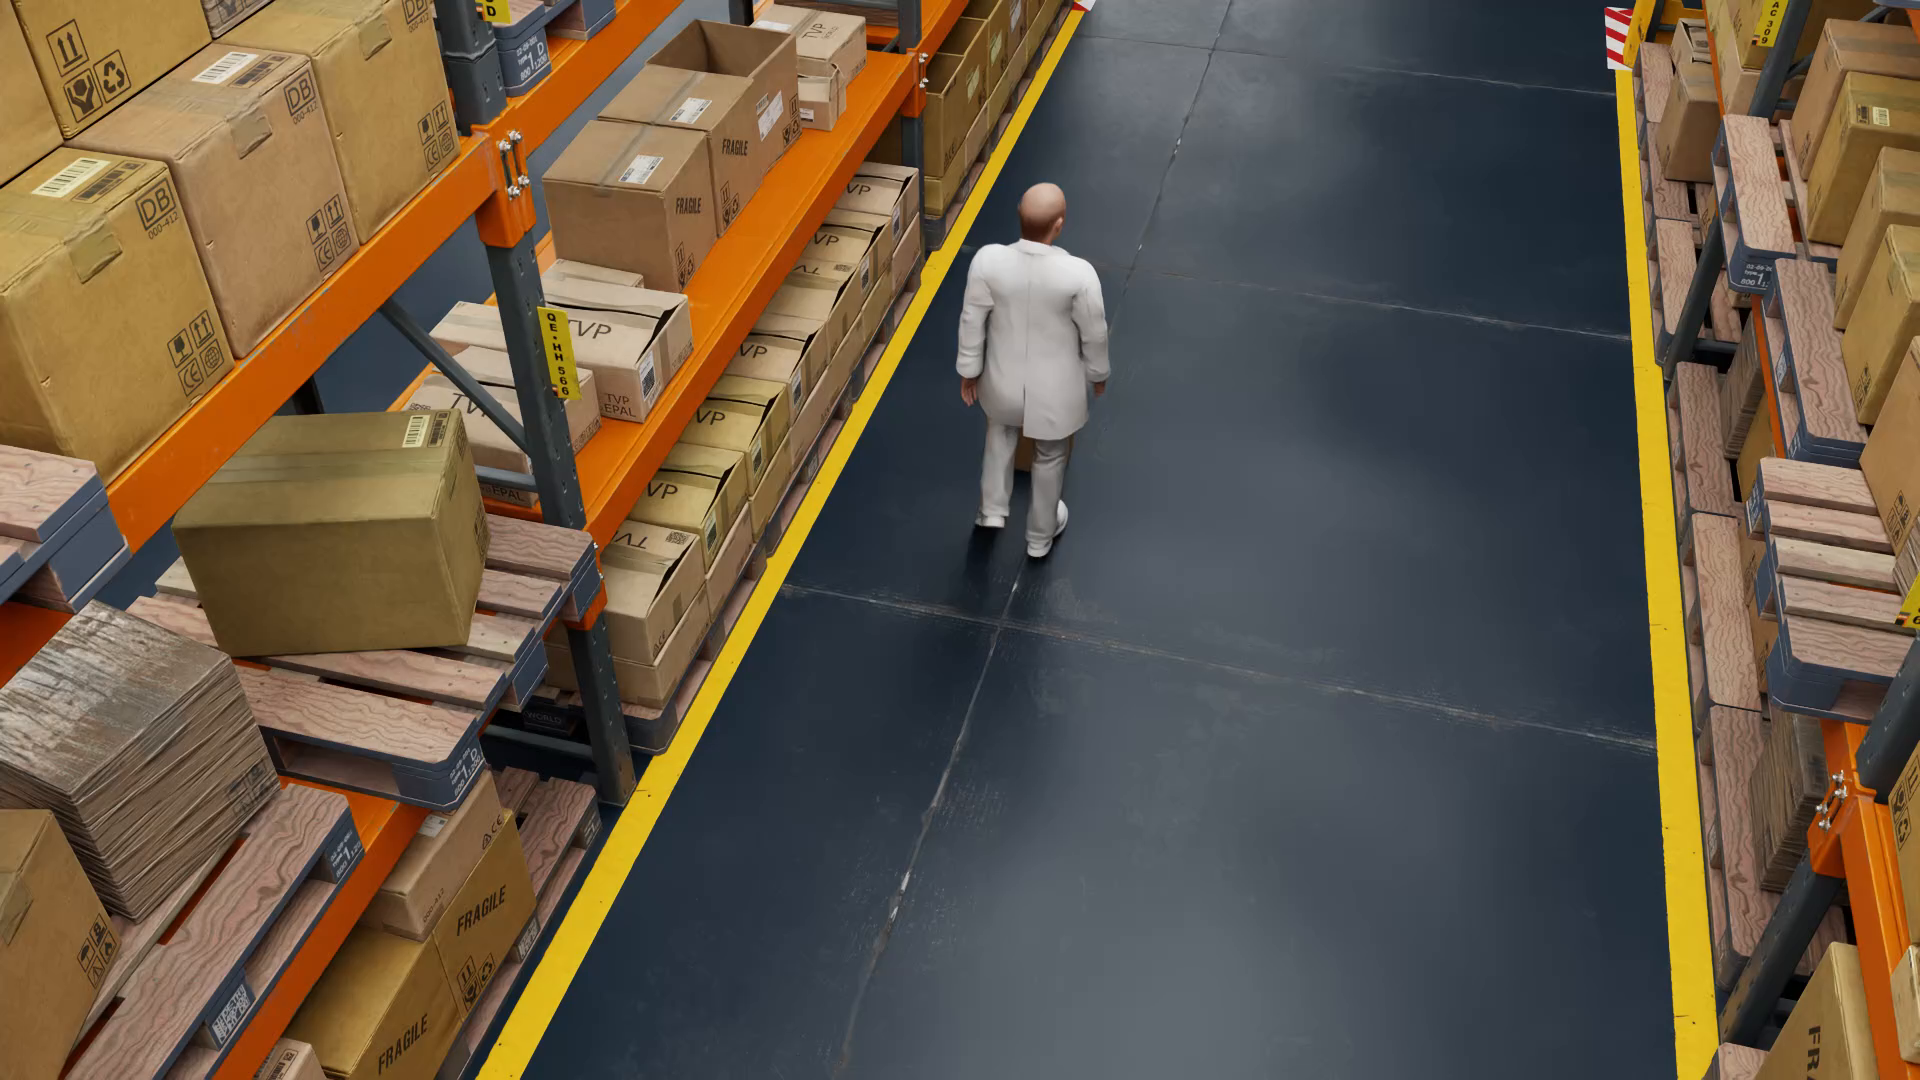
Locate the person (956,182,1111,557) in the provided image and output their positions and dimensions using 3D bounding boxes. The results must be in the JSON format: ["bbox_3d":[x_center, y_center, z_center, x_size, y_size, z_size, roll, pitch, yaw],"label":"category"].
[{"bbox_3d":[0.316,-0.687,6.985,0.625,1.847,0.413,11,42,13],"label":"person"}]
